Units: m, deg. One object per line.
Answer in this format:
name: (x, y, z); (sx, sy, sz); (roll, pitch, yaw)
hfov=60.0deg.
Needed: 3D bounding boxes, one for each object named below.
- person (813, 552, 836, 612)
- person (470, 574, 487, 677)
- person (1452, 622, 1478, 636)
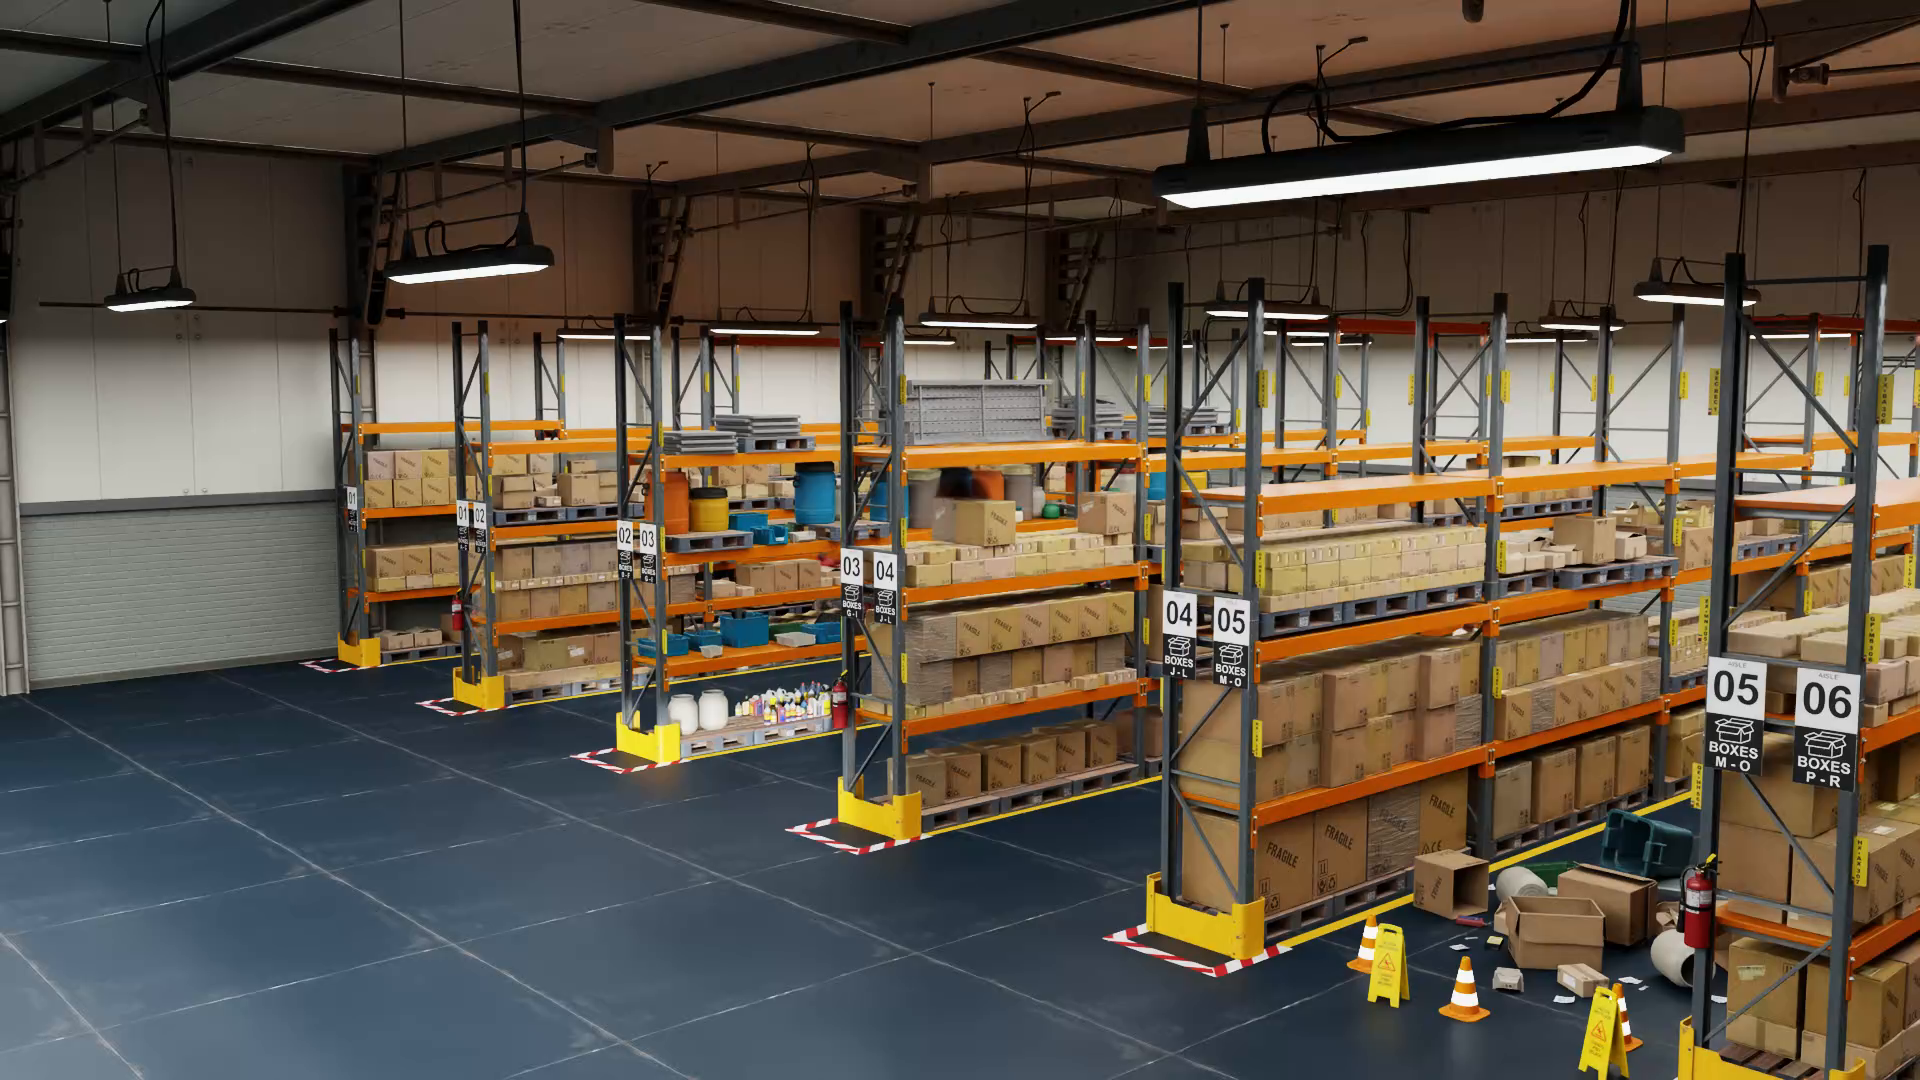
person: (-2.886, 0.946, 34.149); (0.970, 1.680, 0.485); (-4, 7, -37)
person: (-8.197, 1.426, 28.686); (0.496, 1.735, 0.967); (2, 6, 23)
person: (7.417, 1.889, 24.214); (0.658, 1.760, 0.428); (-3, 6, -30)
